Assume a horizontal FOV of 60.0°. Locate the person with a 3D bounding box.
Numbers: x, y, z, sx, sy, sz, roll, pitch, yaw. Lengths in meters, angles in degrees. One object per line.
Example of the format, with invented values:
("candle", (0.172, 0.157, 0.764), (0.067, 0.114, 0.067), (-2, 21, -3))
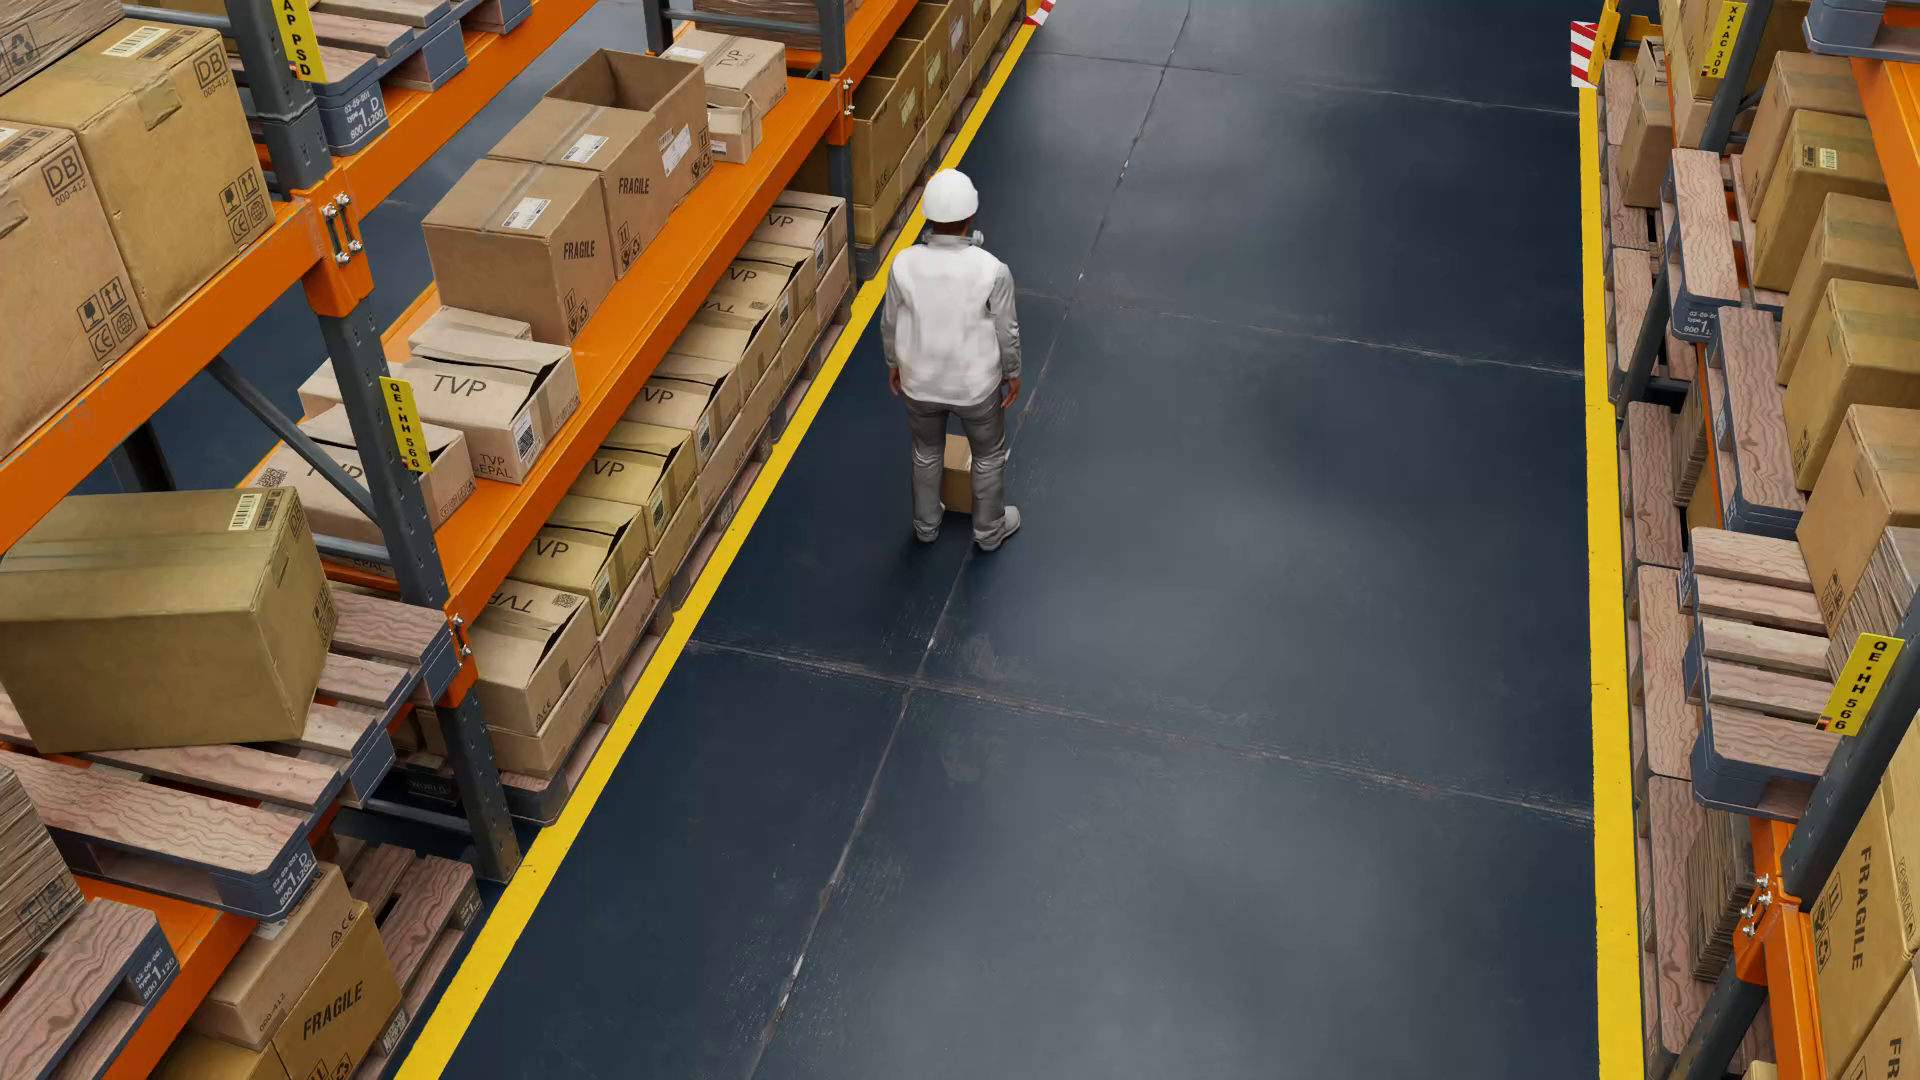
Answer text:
("person", (-0.026, -0.706, 6.959), (0.572, 1.769, 0.465), (8, 41, 9))
